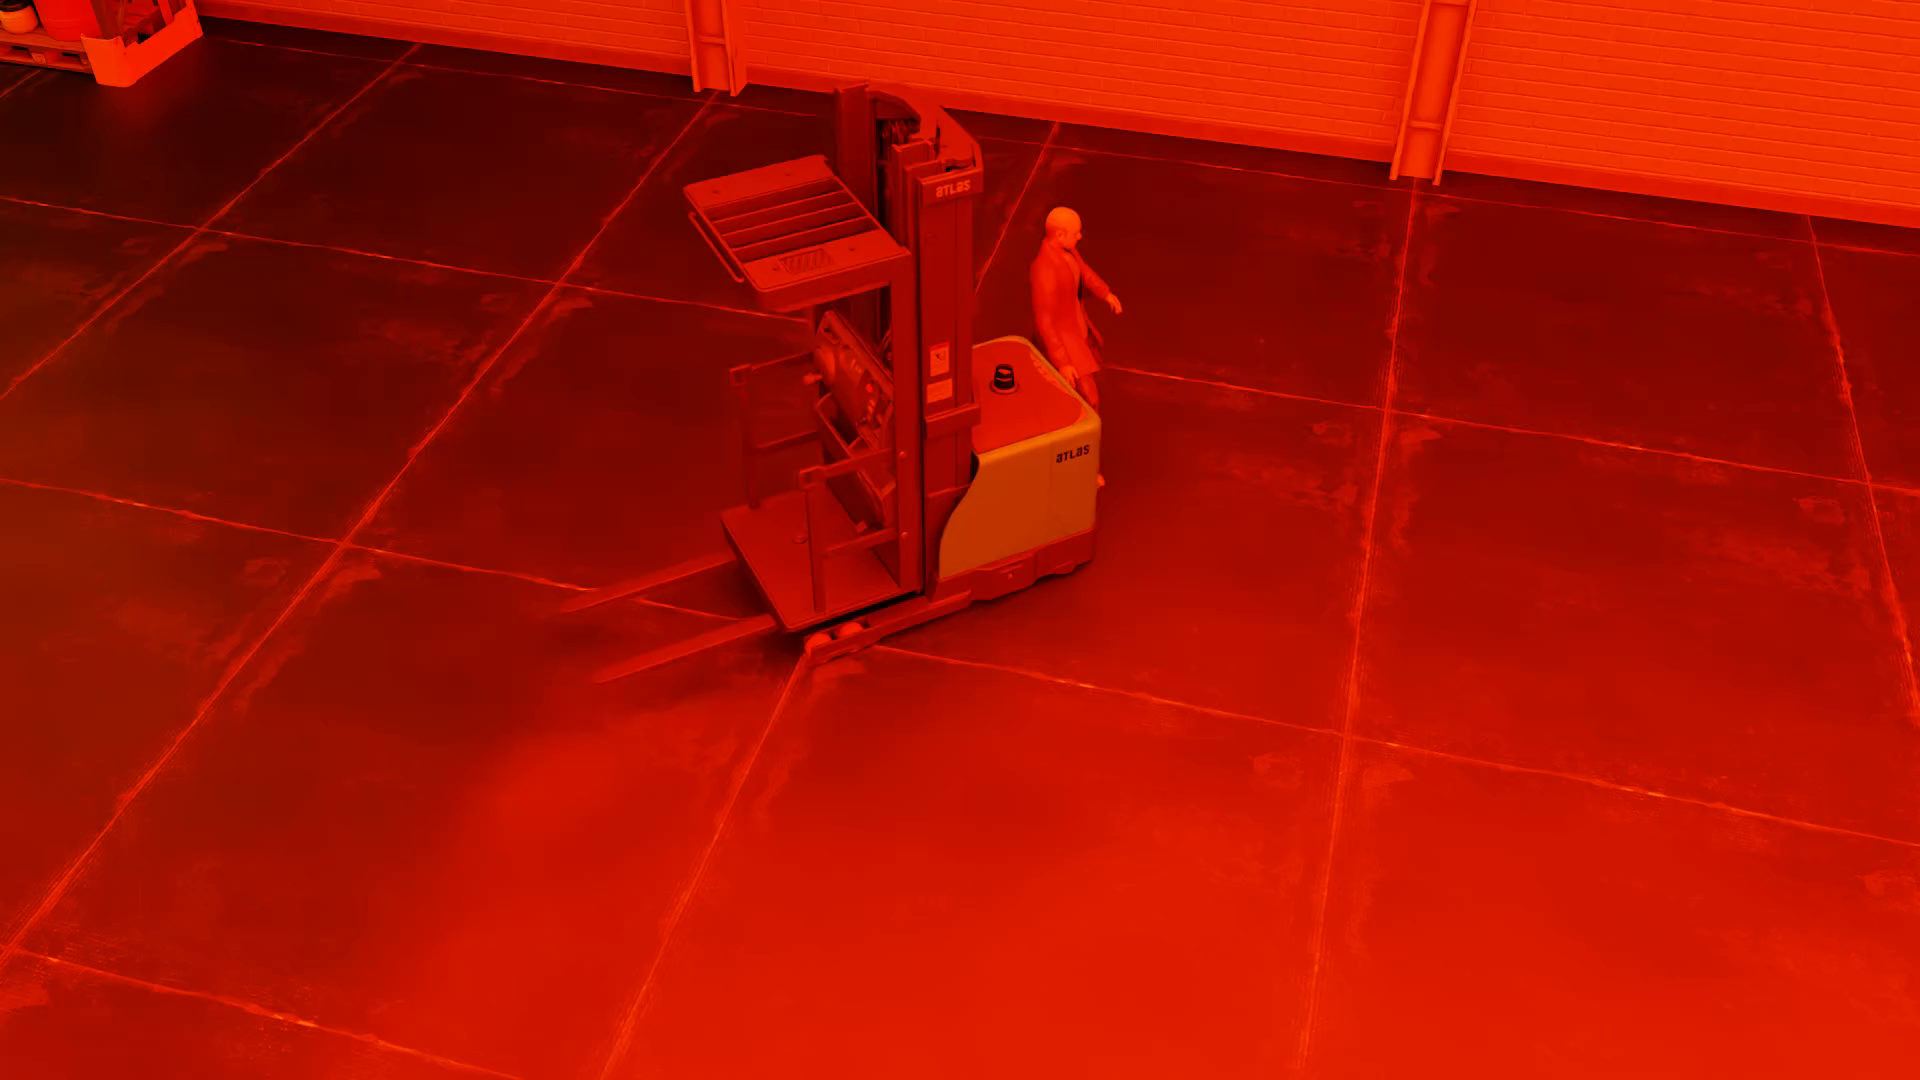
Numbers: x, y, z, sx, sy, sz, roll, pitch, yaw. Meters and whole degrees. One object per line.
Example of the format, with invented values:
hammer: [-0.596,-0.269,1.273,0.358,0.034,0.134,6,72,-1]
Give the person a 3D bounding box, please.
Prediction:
person: [0.700,-1.290,10.316,0.723,1.670,0.897,13,43,14]

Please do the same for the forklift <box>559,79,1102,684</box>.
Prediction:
forklift: [-0.749,-0.813,8.789,3.031,2.935,1.130,-18,44,-20]
